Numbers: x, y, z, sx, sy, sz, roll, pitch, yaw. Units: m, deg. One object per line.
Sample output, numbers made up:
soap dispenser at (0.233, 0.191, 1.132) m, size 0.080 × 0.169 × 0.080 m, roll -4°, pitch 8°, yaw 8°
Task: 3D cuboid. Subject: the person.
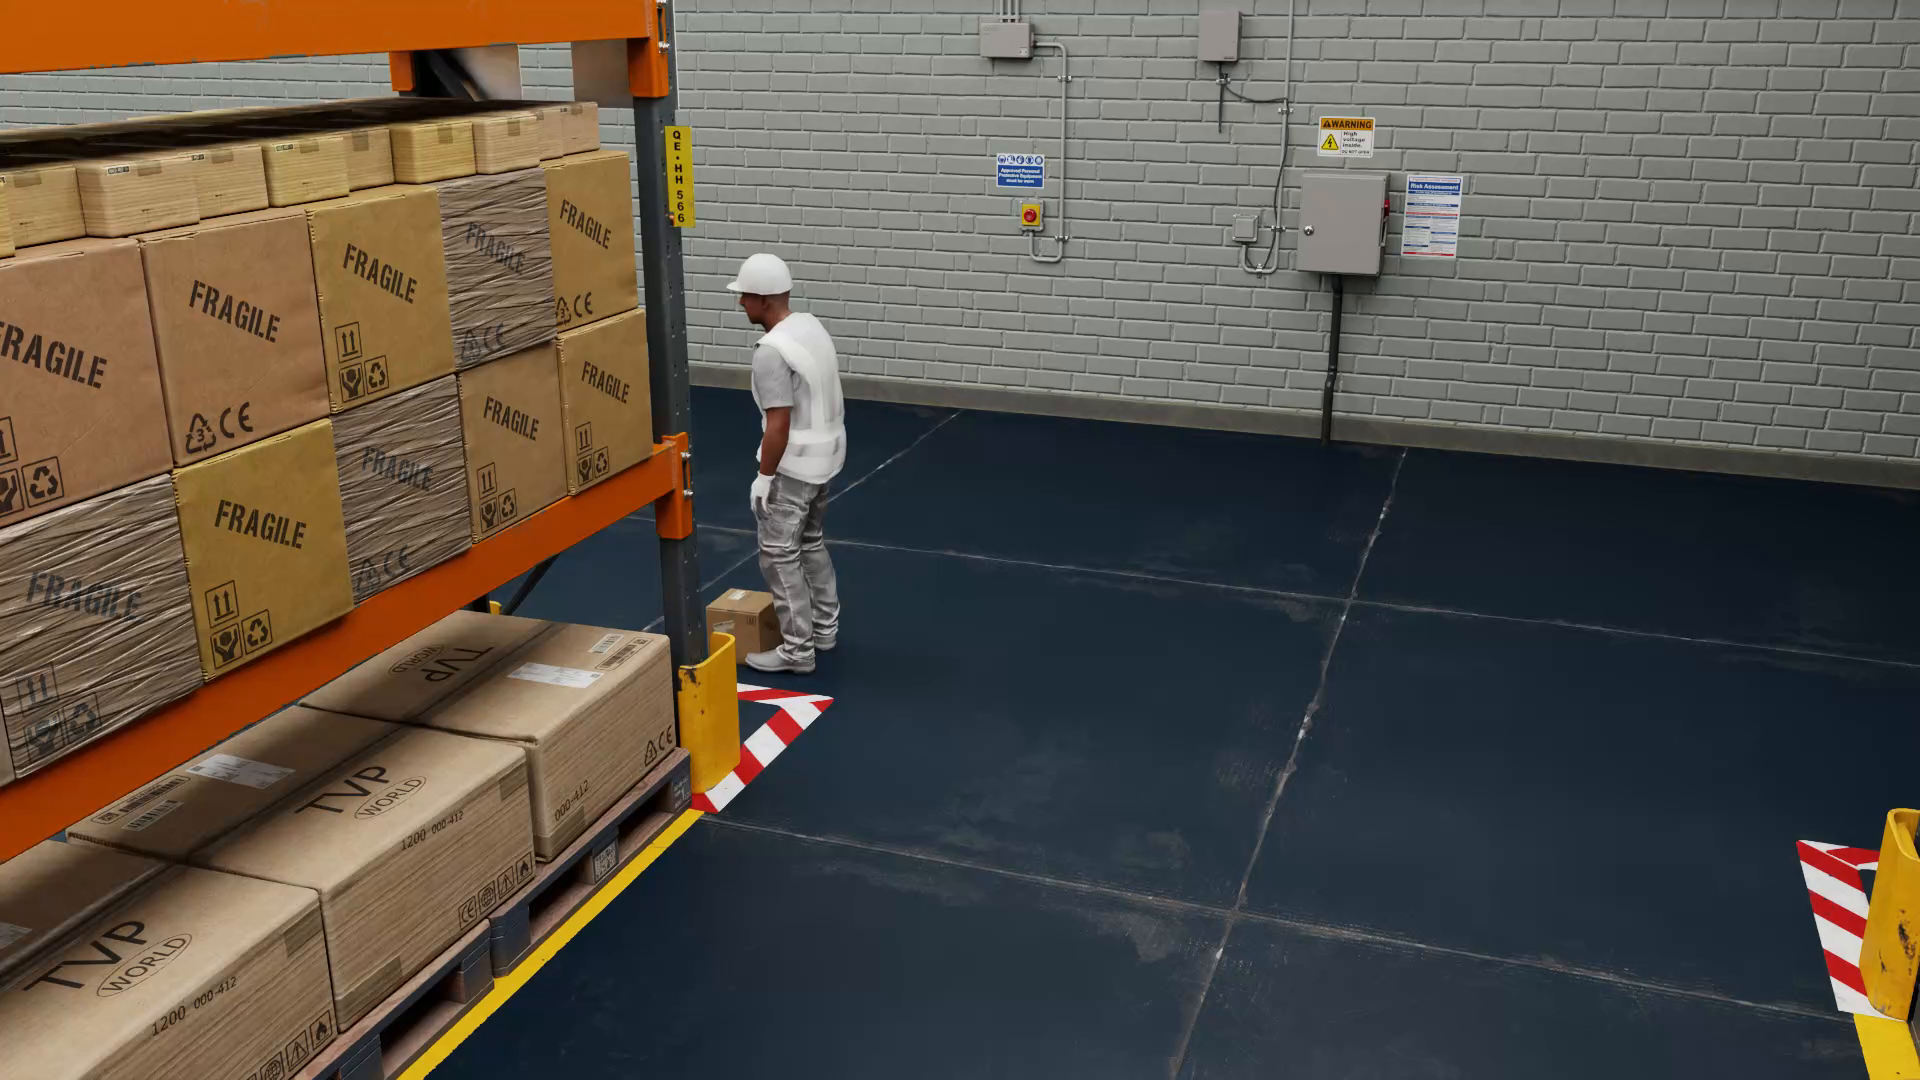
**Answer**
person at (-0.724, -0.318, 6.997) m, size 0.454 × 1.773 × 0.626 m, roll 6°, pitch 19°, yaw 17°
